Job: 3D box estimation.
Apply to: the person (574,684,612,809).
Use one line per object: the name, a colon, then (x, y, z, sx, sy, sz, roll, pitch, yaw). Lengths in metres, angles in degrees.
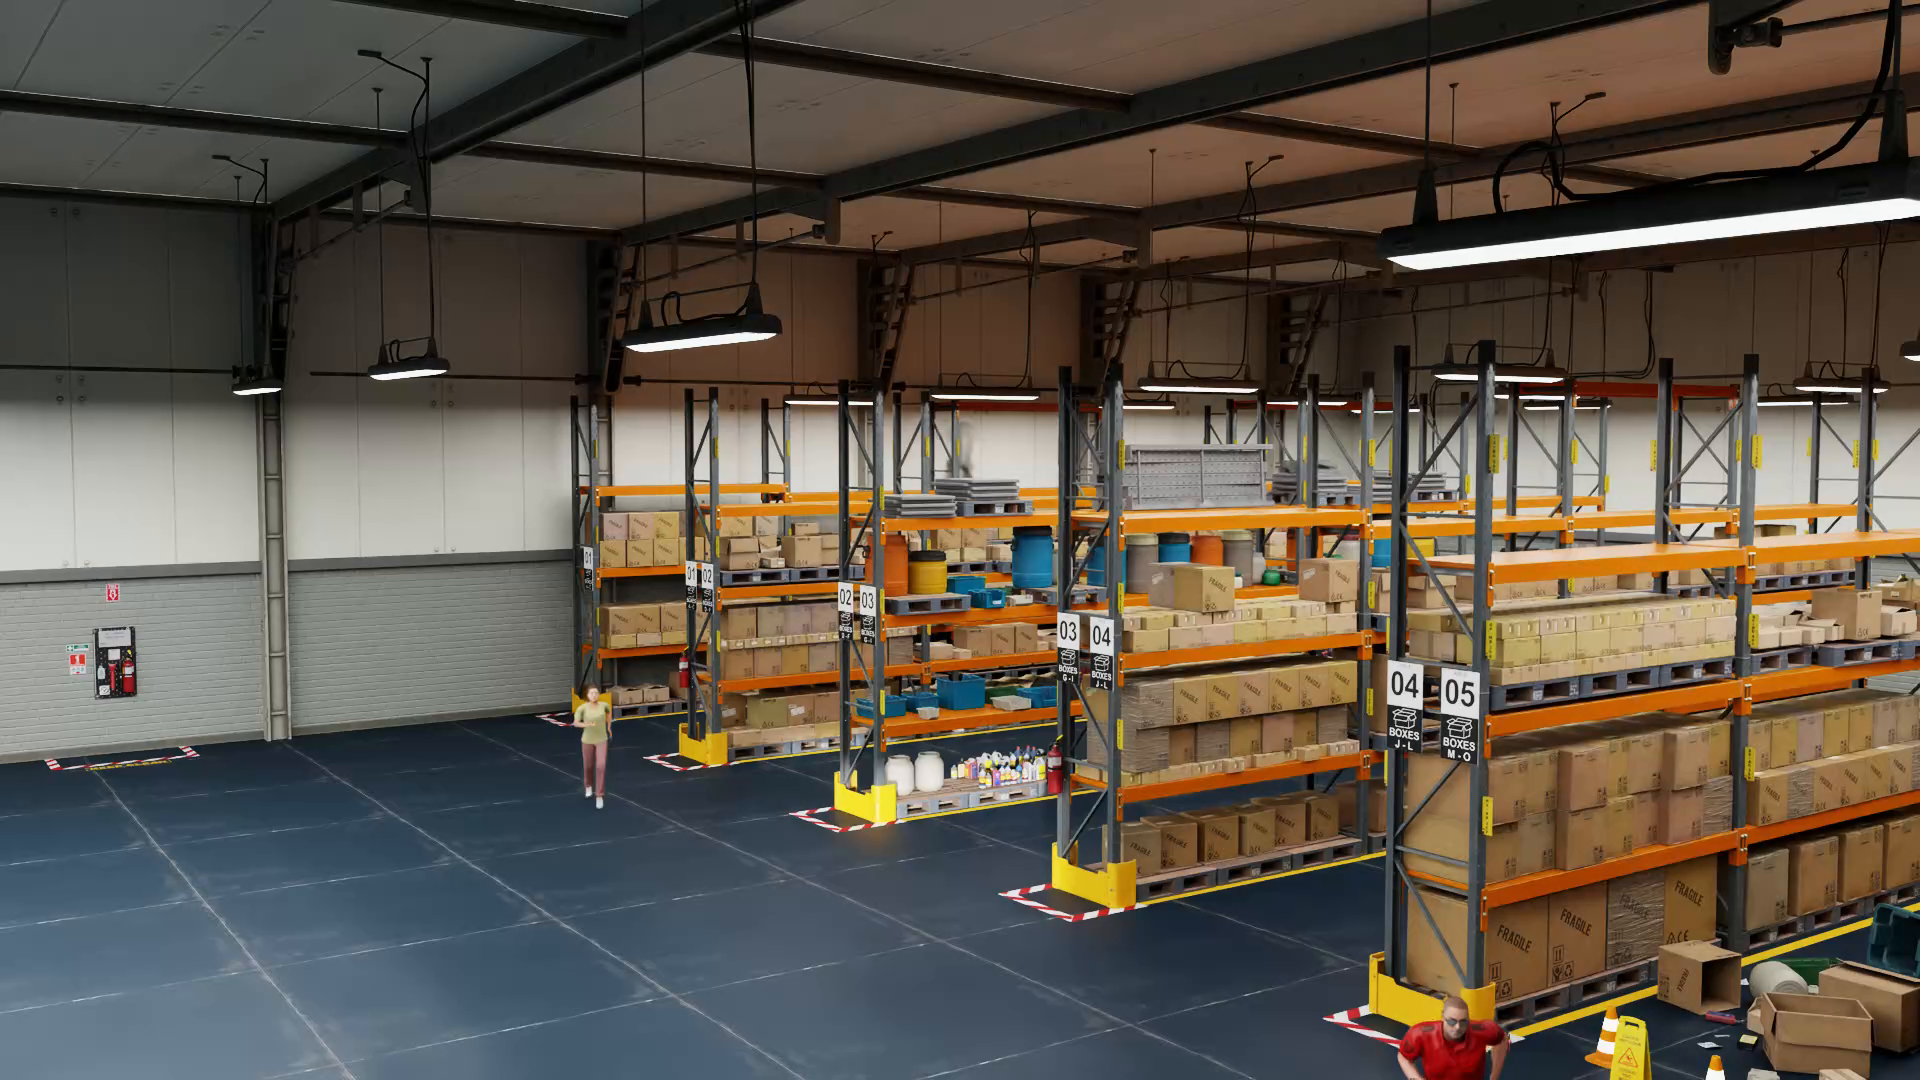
person: (-5.207, 2.901, 23.608, 0.554, 1.668, 0.909, -1, 4, -18)

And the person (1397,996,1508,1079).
person: (3.206, 3.710, 10.914, 0.703, 1.693, 1.021, 0, 3, 7)
